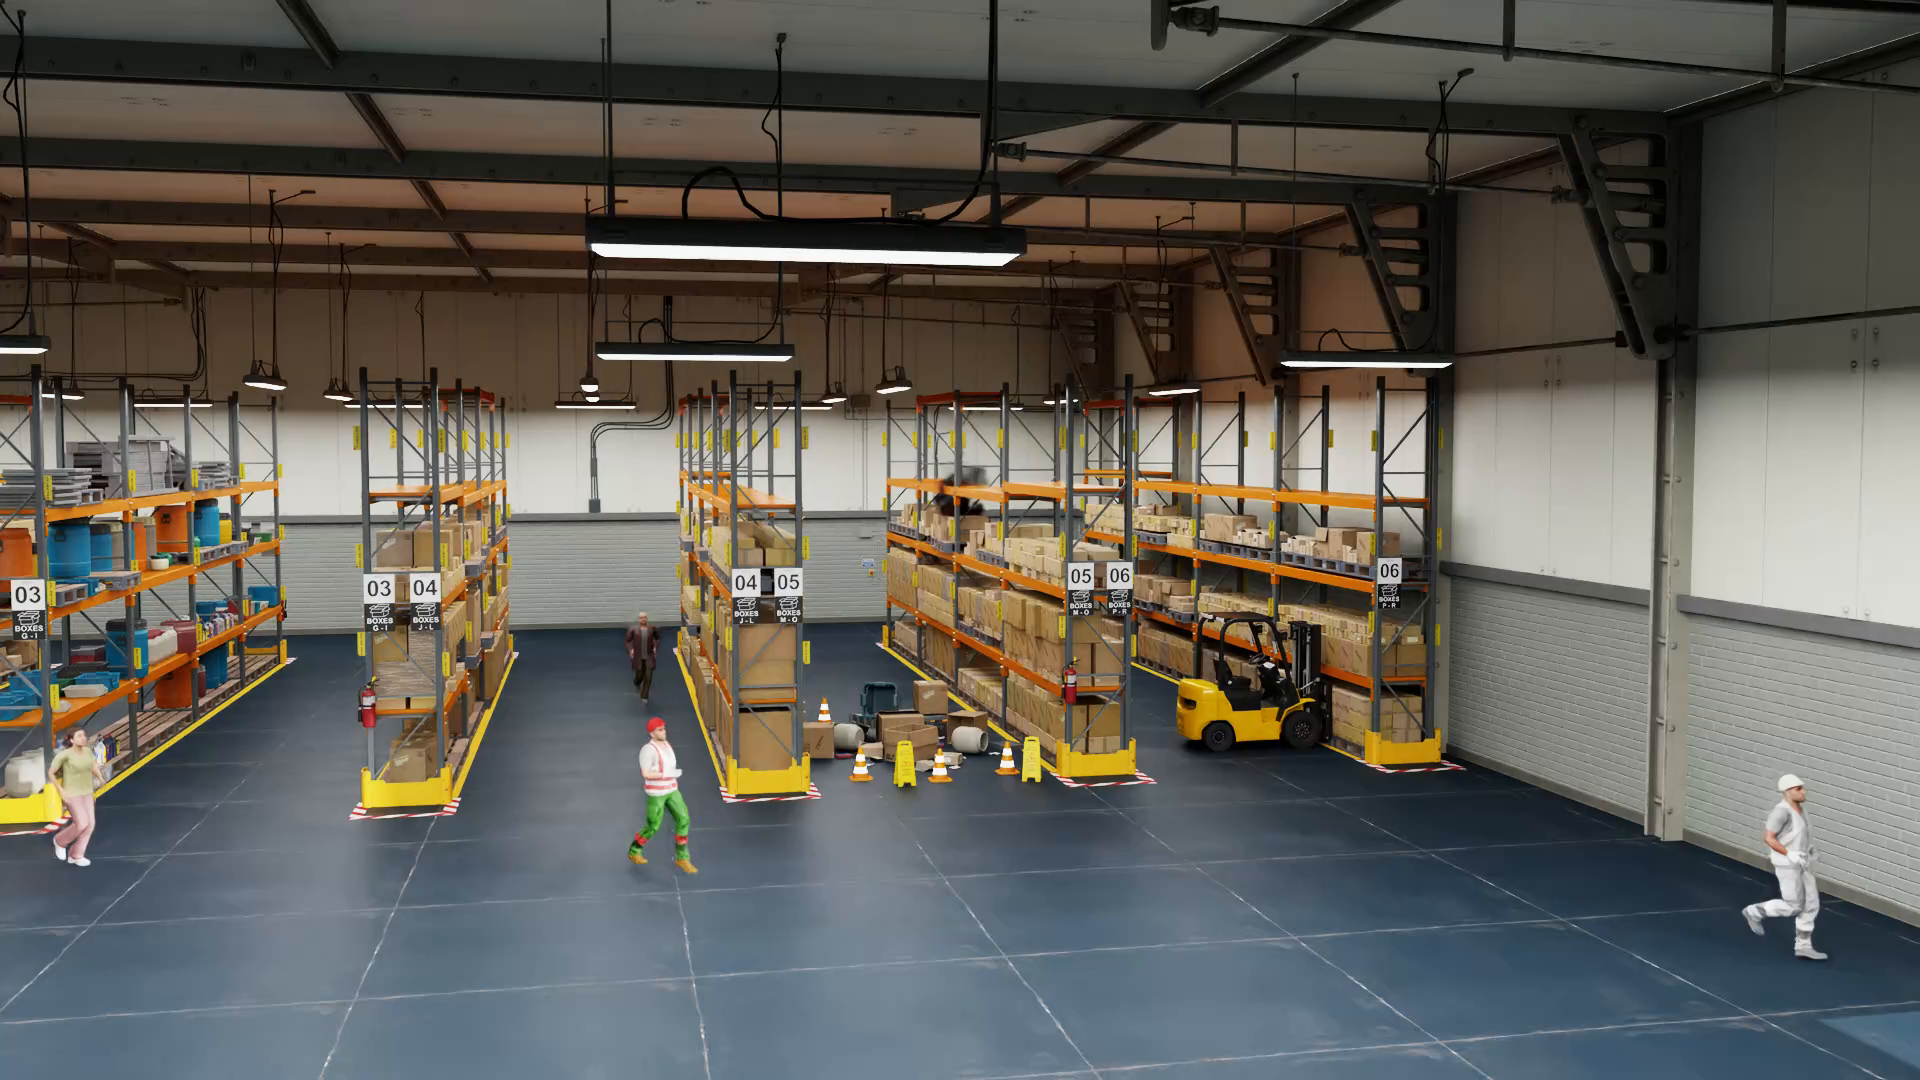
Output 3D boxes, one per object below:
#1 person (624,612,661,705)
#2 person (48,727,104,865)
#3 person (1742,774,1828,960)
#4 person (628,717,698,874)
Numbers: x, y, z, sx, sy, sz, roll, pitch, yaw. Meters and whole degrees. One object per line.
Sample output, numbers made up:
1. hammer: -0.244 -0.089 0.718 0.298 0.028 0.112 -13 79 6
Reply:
1. person: -6.056 2.240 31.816 0.711 1.729 0.756 -1 4 -18
2. person: -10.440 3.028 19.674 0.540 1.621 0.594 1 4 20
3. person: 8.073 3.155 16.196 0.674 1.757 0.806 -3 4 -39
4. person: -3.463 2.965 19.359 0.893 1.812 0.669 2 4 30
